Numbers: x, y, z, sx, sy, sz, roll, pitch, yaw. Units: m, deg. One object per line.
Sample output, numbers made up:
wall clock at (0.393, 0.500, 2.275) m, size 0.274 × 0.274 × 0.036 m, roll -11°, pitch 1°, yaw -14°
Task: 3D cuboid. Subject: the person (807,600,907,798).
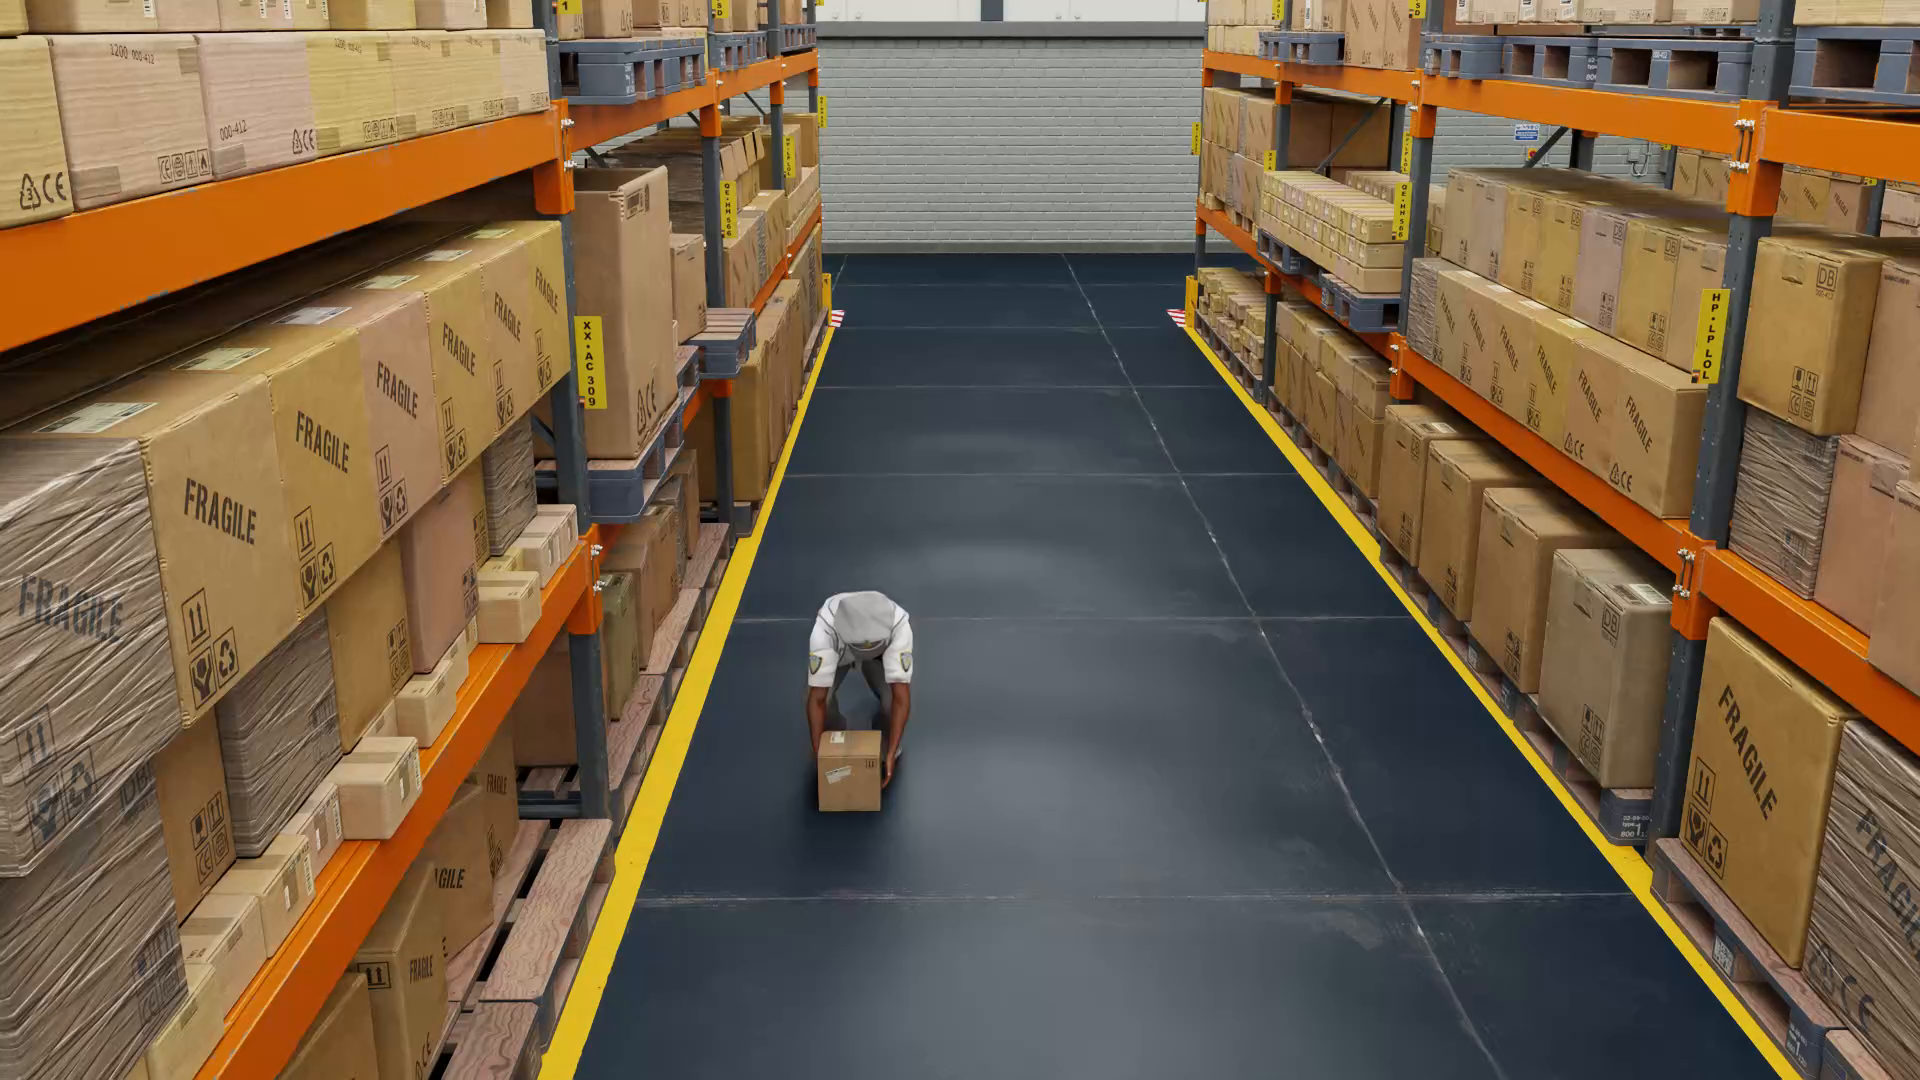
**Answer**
person at (-0.430, 0.590, 7.042) m, size 0.417 × 0.847 × 0.761 m, roll 0°, pitch 17°, yaw -1°
